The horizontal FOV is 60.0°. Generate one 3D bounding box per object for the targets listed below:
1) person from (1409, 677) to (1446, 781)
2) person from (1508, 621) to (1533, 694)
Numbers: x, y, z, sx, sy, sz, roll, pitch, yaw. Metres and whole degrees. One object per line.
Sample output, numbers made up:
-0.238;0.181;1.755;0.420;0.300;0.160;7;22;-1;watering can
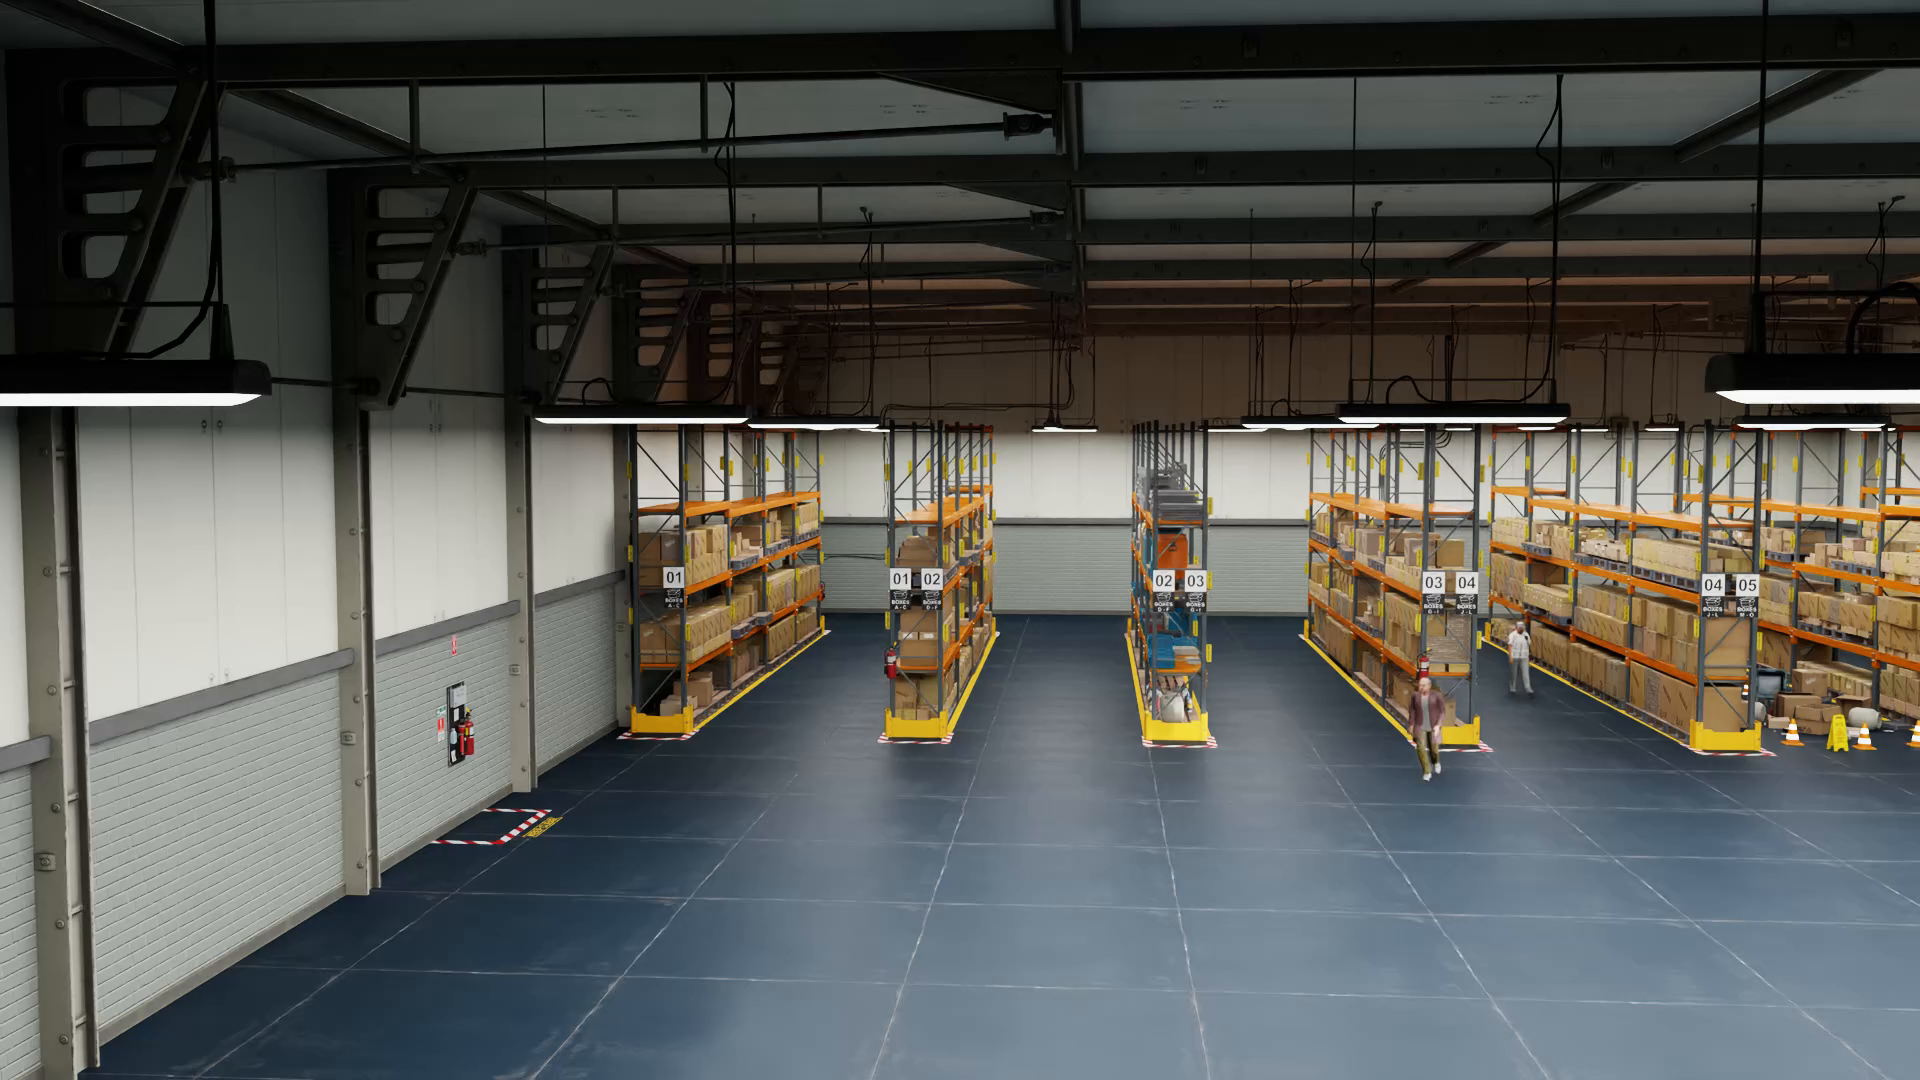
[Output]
7.808;3.123;27.791;0.617;1.695;0.849;2;4;24;person
12.309;2.588;36.565;0.503;1.605;1.051;1;4;11;person
